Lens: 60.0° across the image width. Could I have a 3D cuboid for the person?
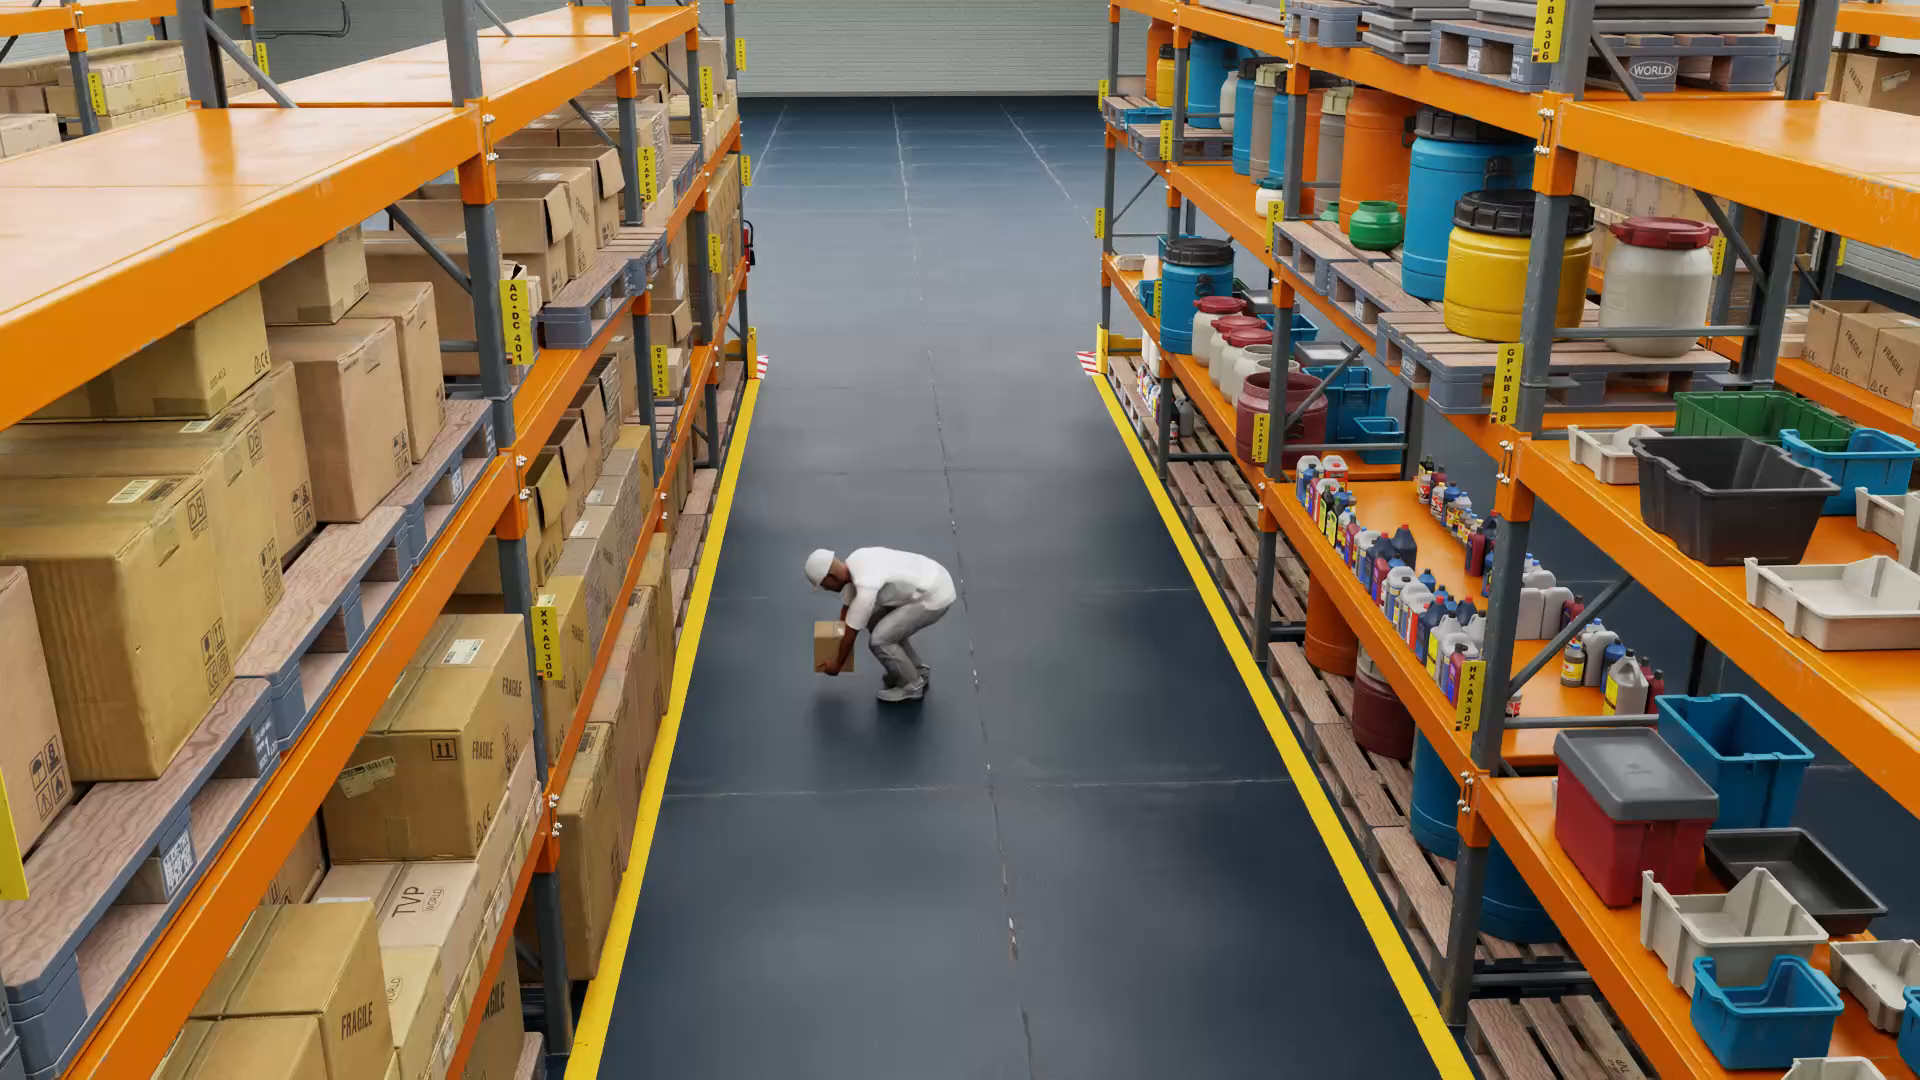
[{"bbox_3d":[-0.506,0.525,10.702,0.958,1.019,0.527,-2,20,-5],"label":"person"}]
